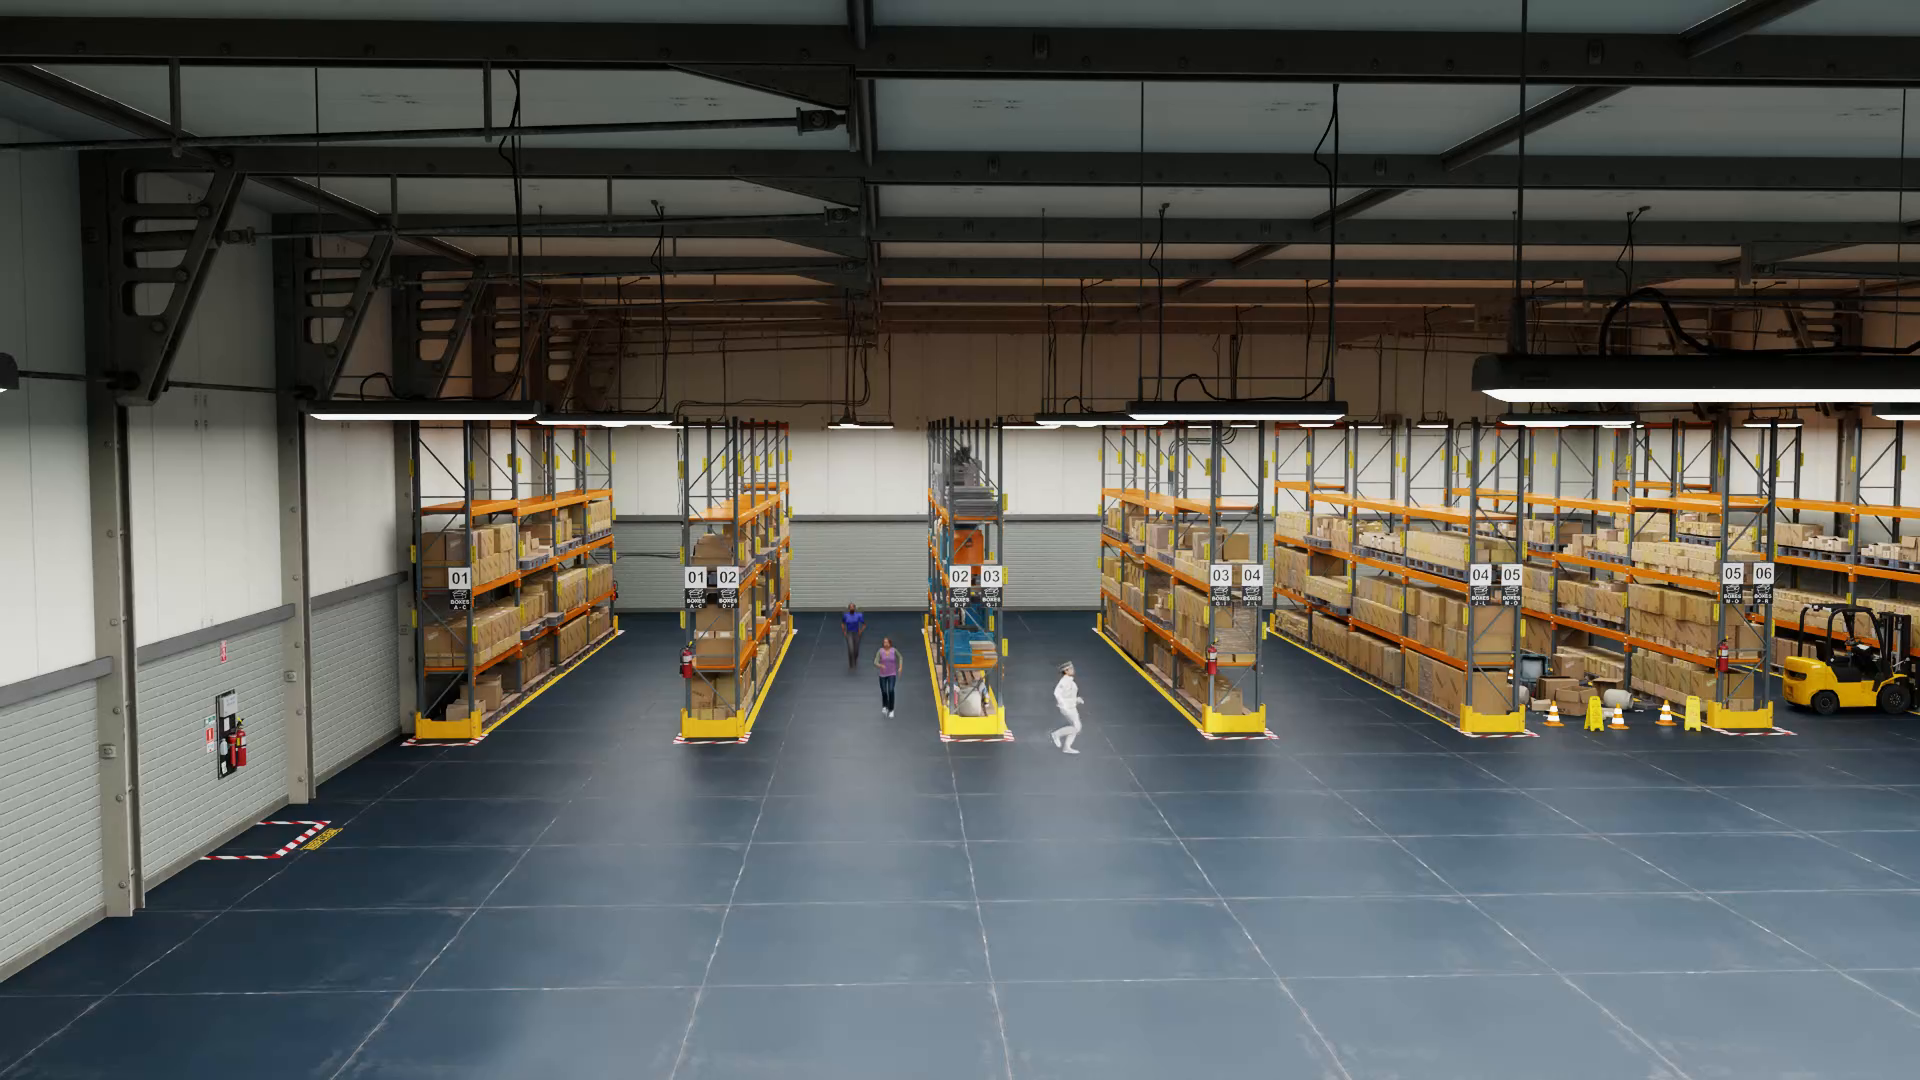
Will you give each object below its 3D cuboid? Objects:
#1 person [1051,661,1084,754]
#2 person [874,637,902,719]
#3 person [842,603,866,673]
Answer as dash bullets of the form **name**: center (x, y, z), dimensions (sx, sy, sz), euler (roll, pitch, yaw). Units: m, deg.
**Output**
- **person**: center (1.917, 2.969, 29.544), dimensions (0.557, 1.650, 0.625), euler (1, 4, 15)
- **person**: center (-1.445, 2.757, 33.309), dimensions (0.558, 1.654, 0.709), euler (0, 4, 0)
- **person**: center (-2.537, 2.323, 39.801), dimensions (0.598, 1.675, 0.723), euler (0, 4, 2)
